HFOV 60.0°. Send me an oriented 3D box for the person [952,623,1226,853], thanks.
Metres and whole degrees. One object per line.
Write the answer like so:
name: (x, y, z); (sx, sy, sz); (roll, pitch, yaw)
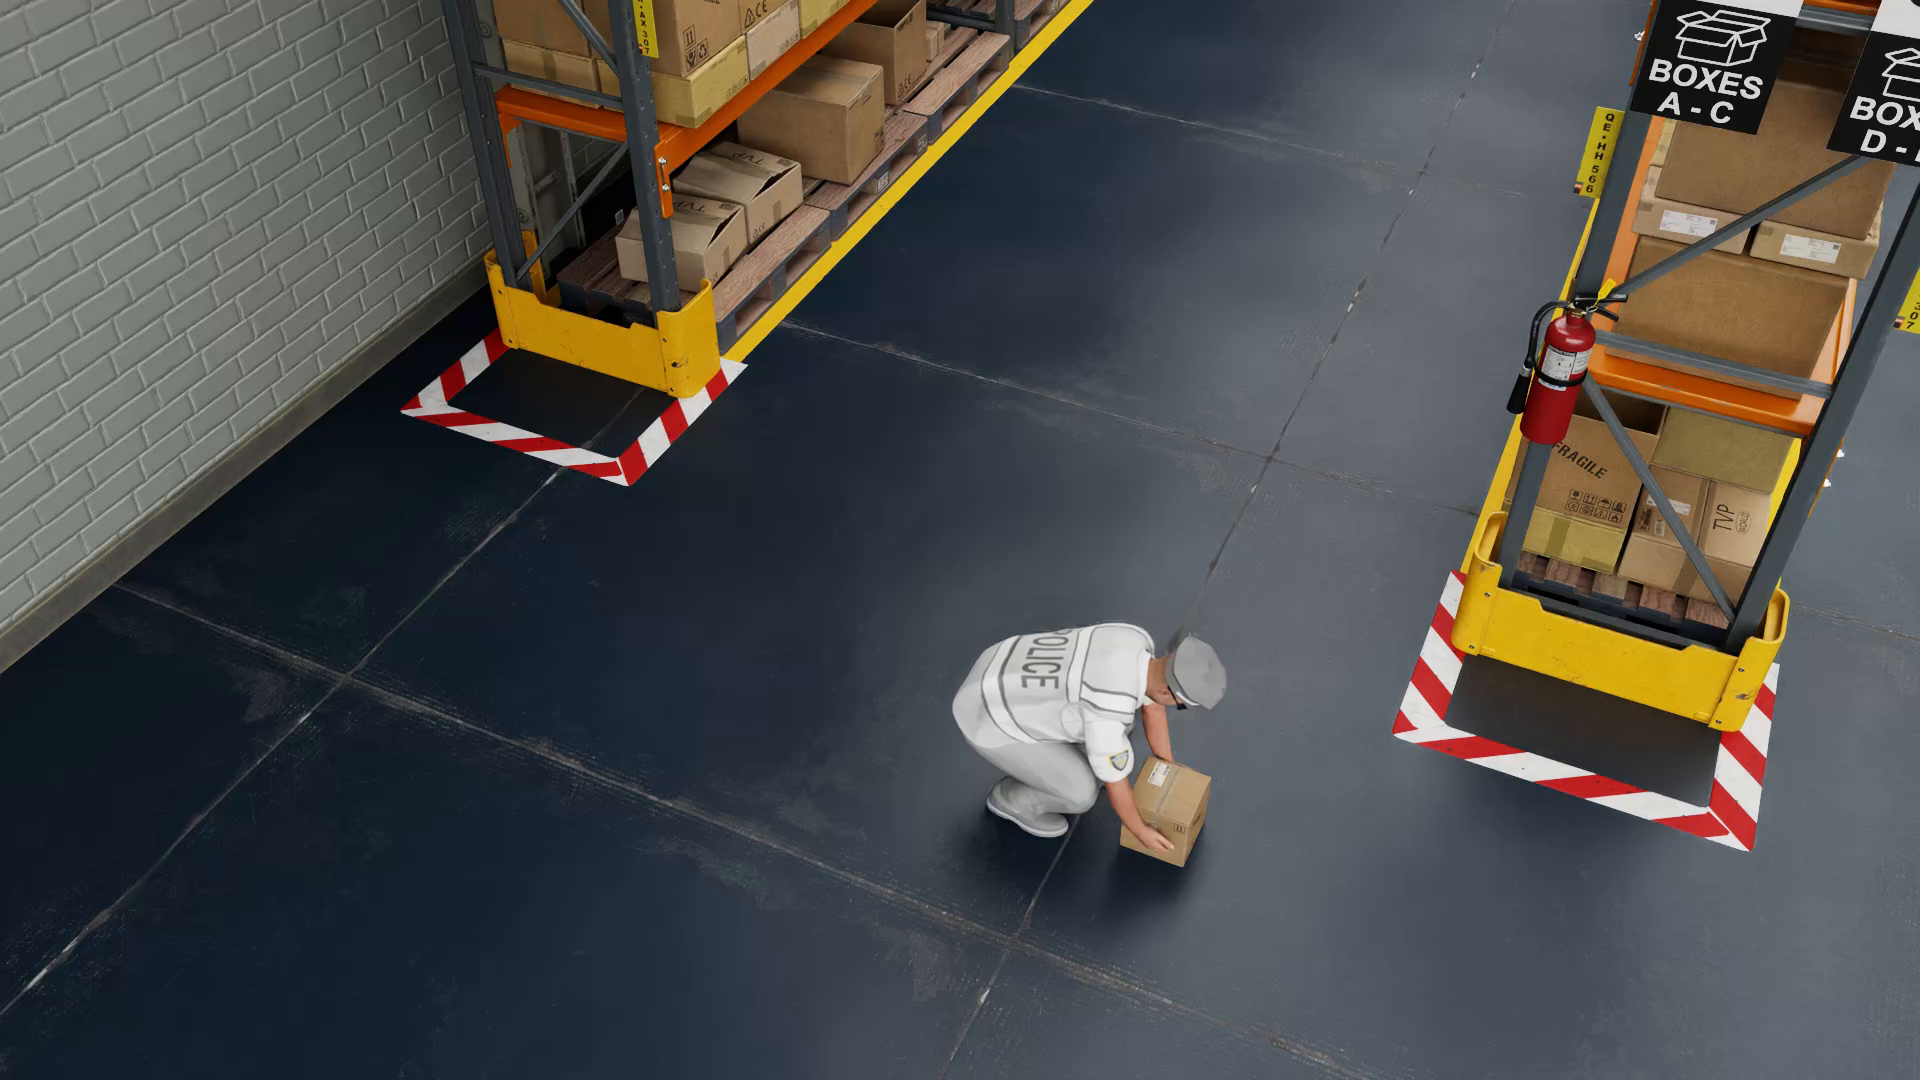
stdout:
person: (0.459, 0.658, 6.049); (0.953, 0.920, 0.562); (17, 45, 18)
